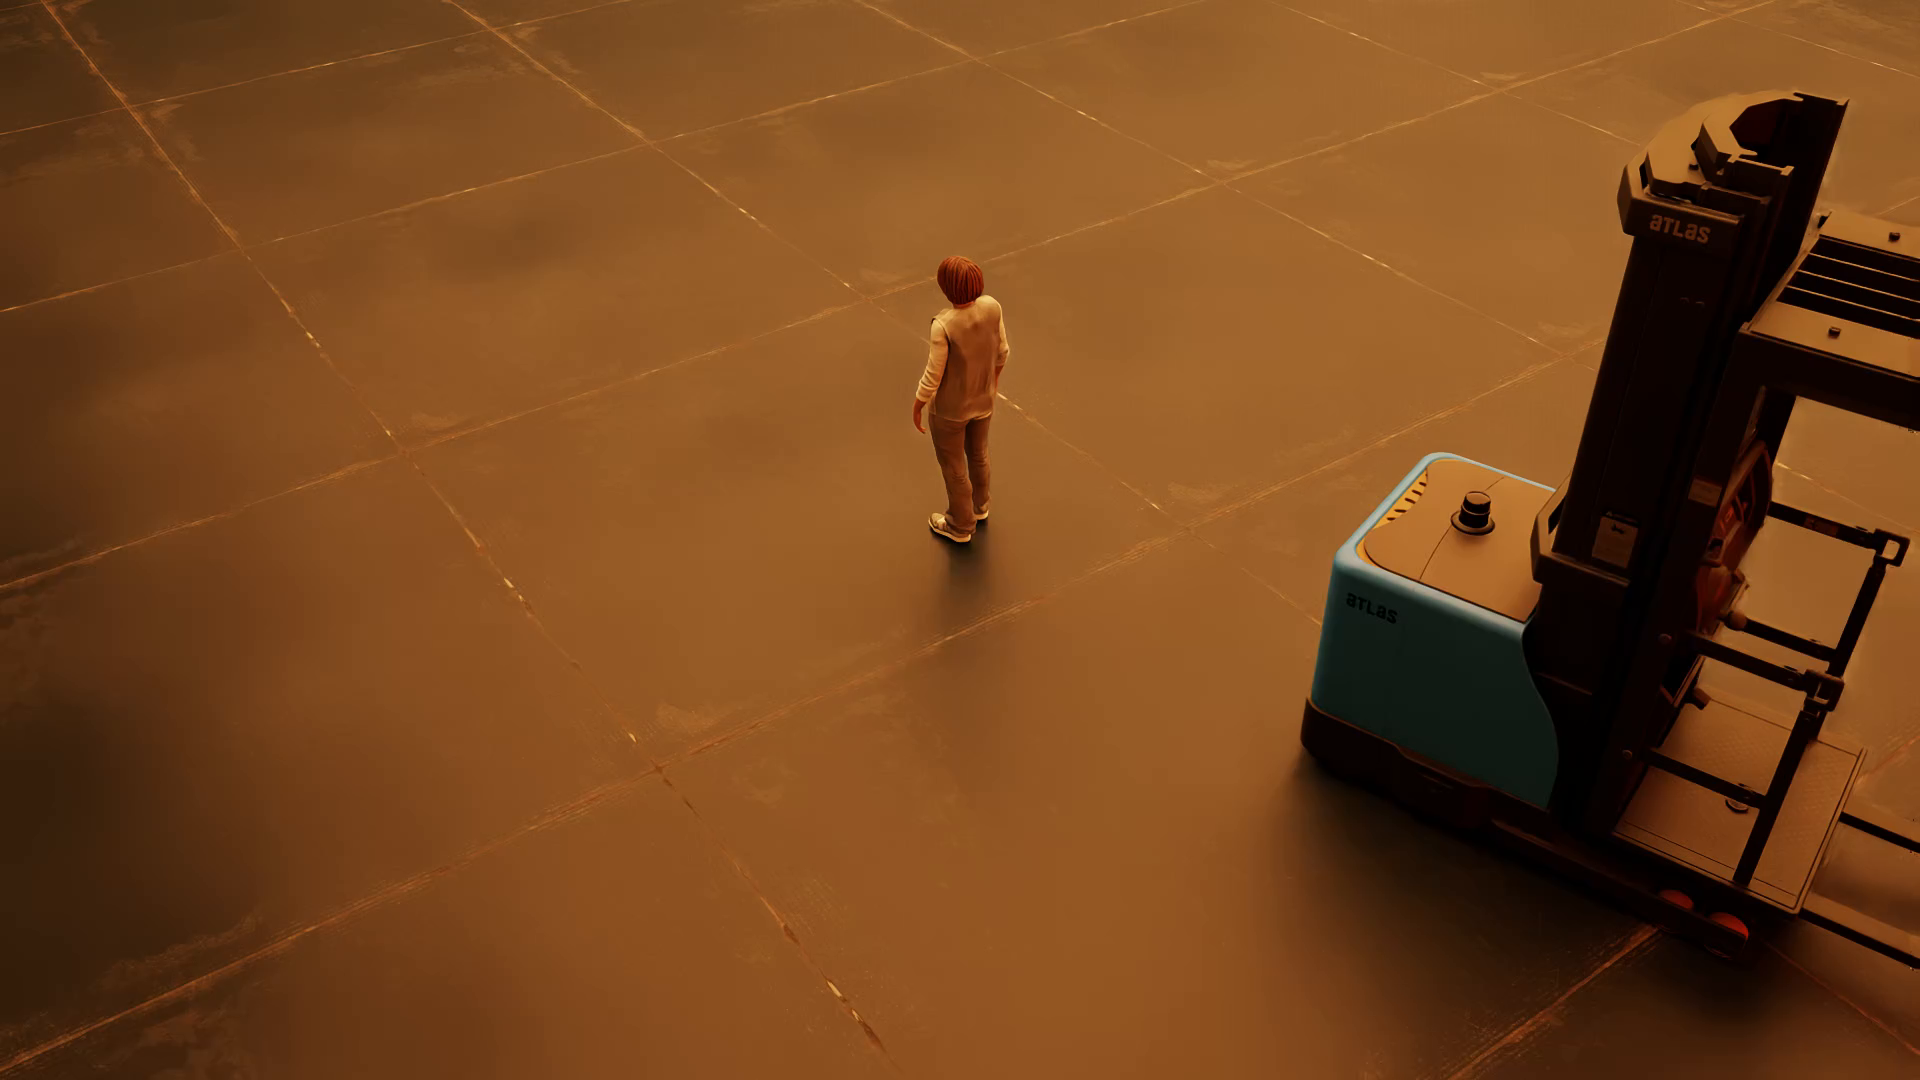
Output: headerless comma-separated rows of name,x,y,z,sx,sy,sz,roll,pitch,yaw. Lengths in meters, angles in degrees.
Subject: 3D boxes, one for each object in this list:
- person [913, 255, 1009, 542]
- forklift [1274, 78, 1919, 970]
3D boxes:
person,-0.032,-0.689,7.986,0.520,1.600,0.472,-23,42,-28
forklift,2.848,-0.010,5.959,3.031,2.935,1.130,24,43,28
